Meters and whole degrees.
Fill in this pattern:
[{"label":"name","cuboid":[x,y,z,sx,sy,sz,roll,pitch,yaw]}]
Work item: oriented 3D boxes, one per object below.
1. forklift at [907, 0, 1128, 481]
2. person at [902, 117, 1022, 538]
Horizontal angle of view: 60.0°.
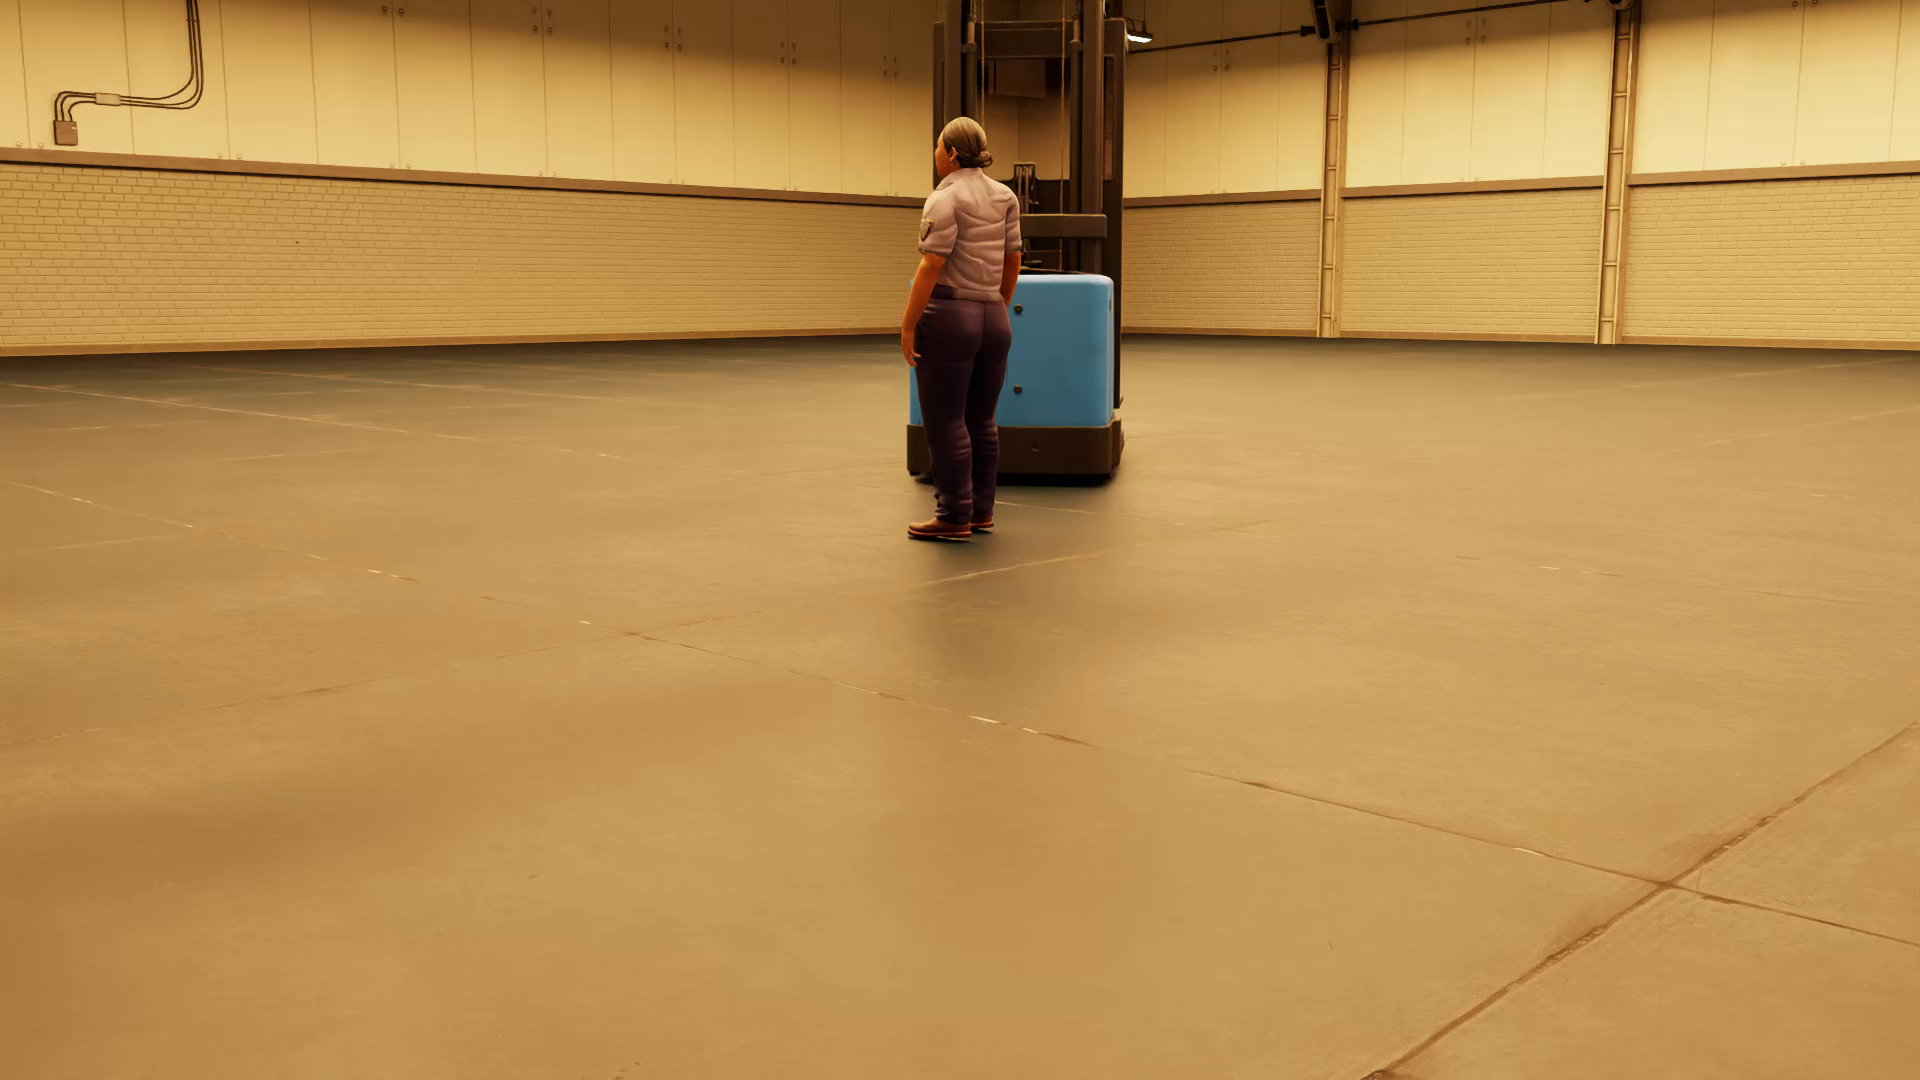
[{"label":"forklift","cuboid":[0.418,-1.943,9.775,1.130,2.935,3.031,1,9,7]},{"label":"person","cuboid":[-0.048,-0.835,6.671,0.503,1.651,0.598,8,12,43]}]
